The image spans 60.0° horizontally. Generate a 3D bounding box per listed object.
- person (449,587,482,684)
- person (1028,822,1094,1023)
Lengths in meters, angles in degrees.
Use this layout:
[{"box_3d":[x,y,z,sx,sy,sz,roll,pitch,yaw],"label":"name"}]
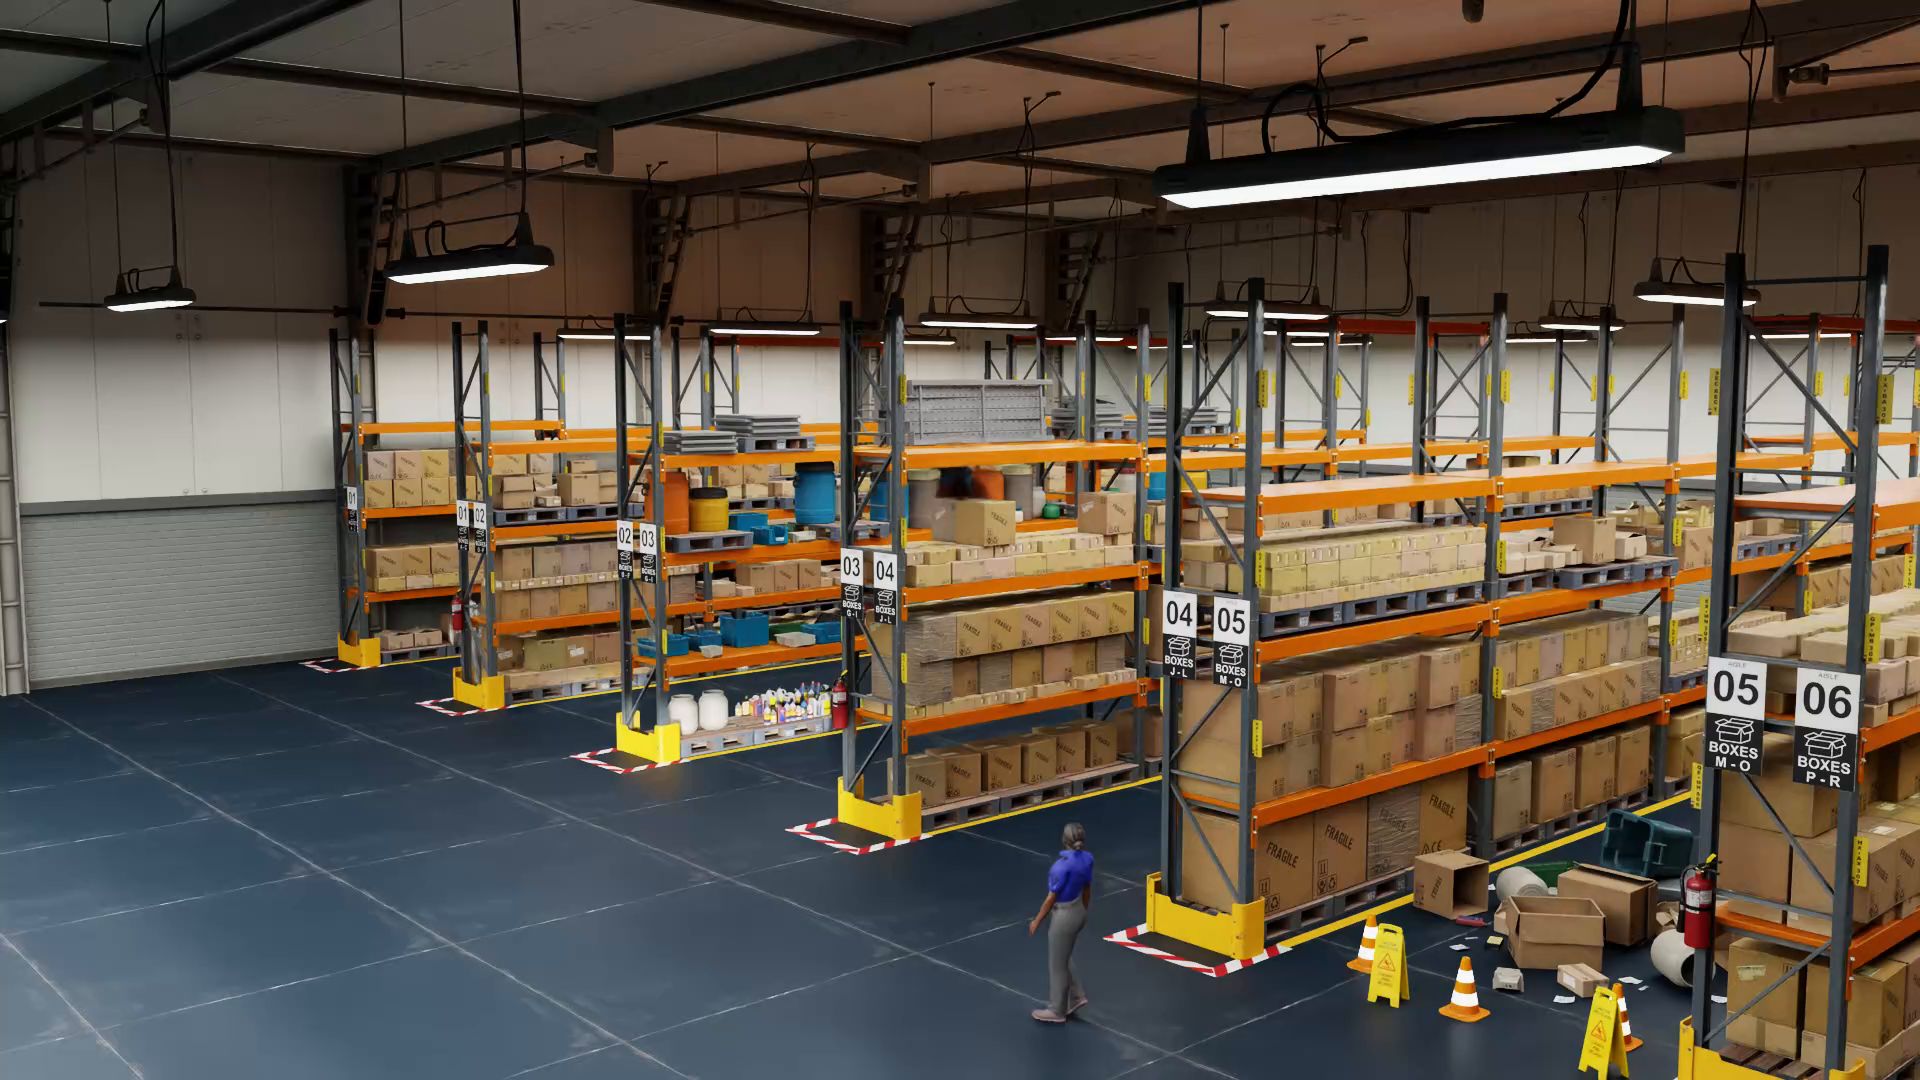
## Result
[{"box_3d":[-8.289,1.581,27.890,0.512,1.675,0.588,0,6,-4],"label":"person"},{"box_3d":[0.809,3.056,13.297,0.466,1.680,0.486,2,6,23],"label":"person"}]
